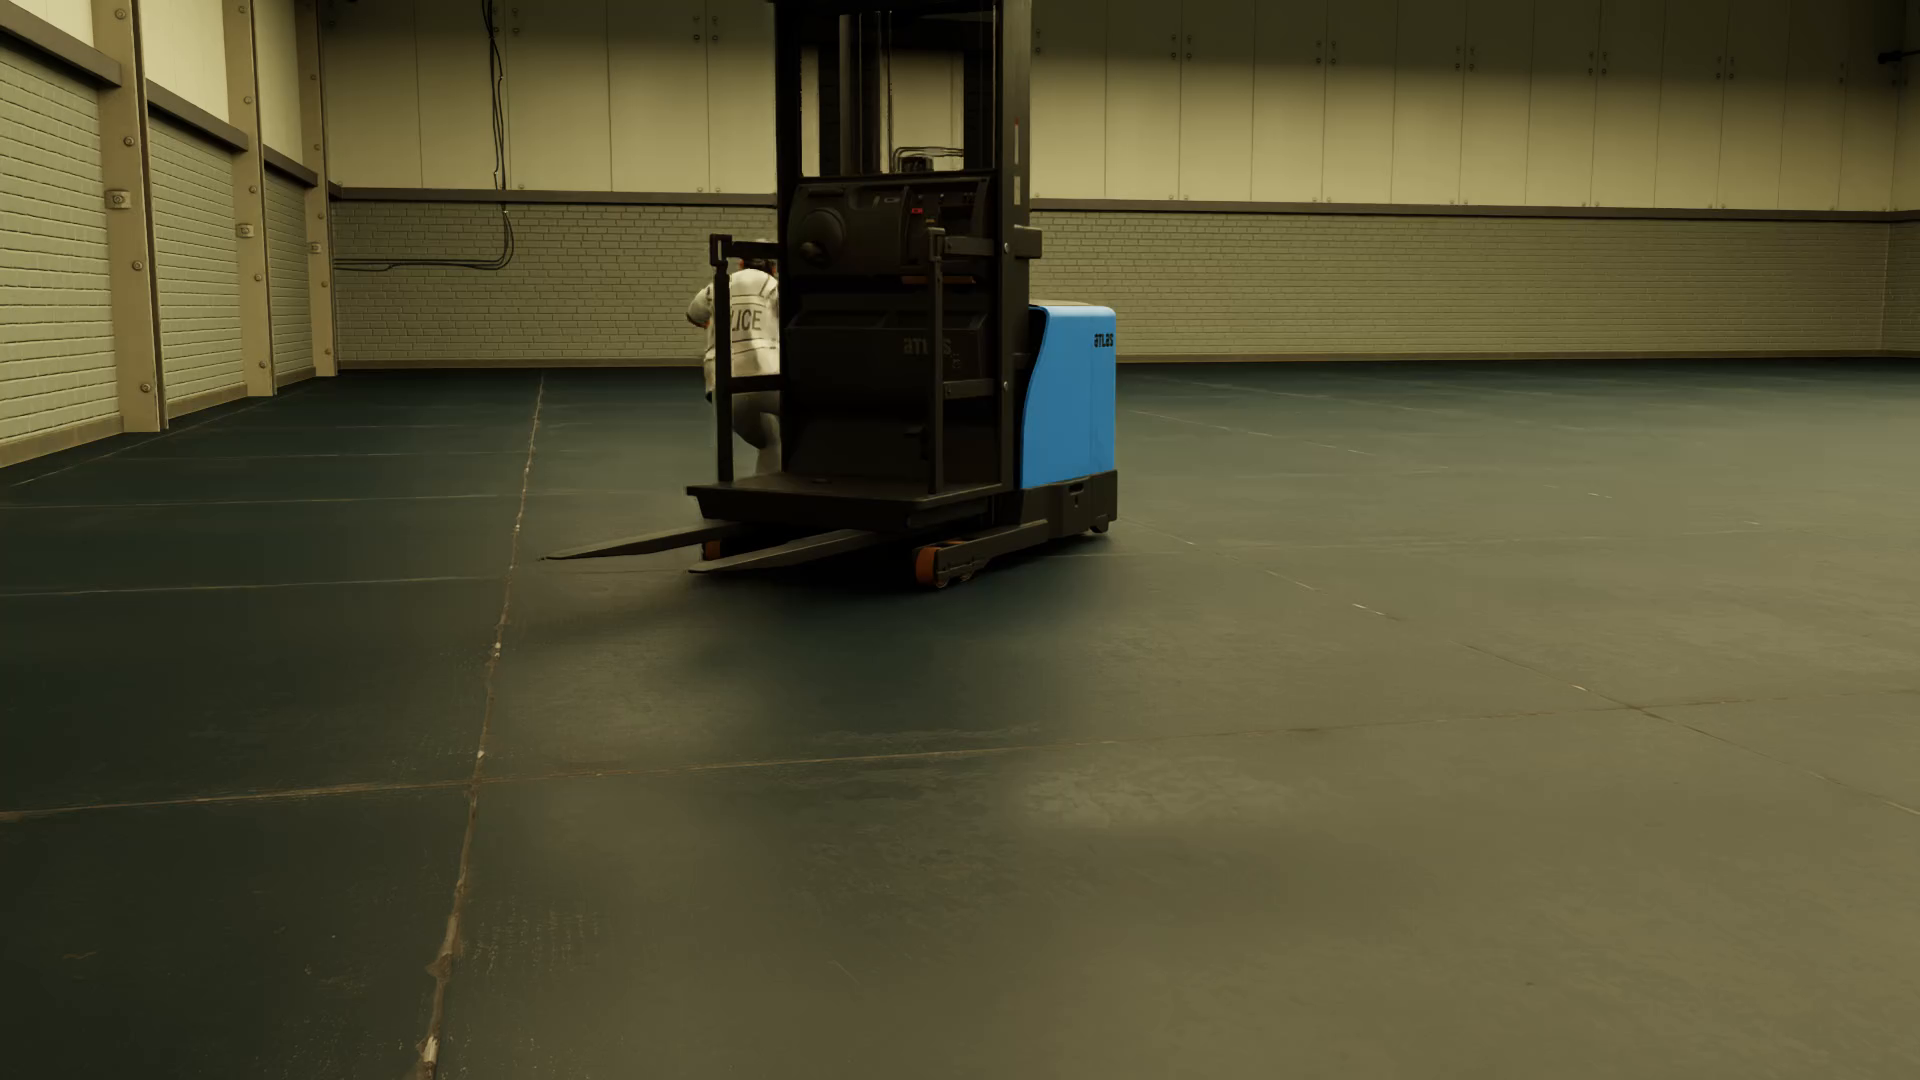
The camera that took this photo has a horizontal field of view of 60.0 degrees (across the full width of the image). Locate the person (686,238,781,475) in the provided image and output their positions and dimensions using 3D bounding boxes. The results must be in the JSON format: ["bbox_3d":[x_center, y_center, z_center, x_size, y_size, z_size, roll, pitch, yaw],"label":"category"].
[{"bbox_3d":[-0.818,-0.789,8.335,1.224,1.431,0.891,2,8,14],"label":"person"}]

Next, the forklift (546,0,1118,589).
[{"bbox_3d":[-0.403,-1.335,6.672,1.130,2.935,3.031,4,9,28],"label":"forklift"}]
